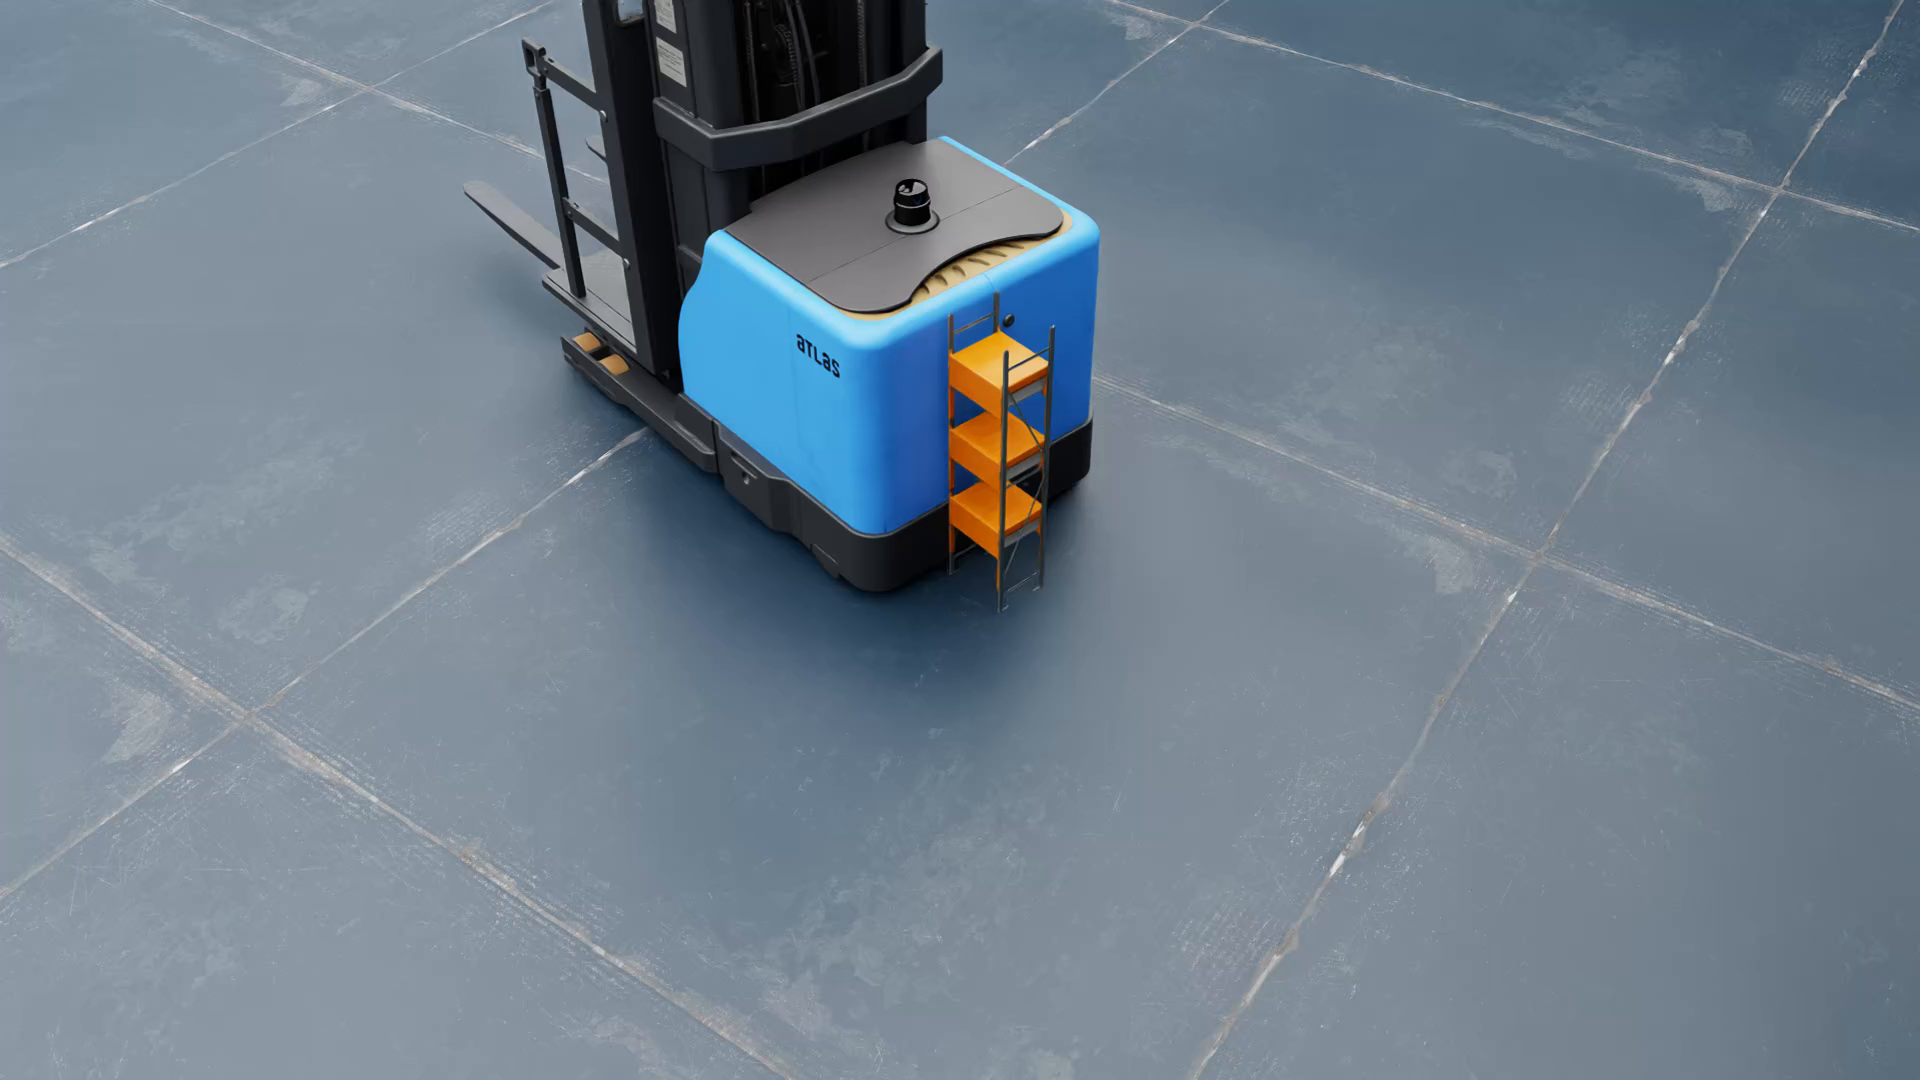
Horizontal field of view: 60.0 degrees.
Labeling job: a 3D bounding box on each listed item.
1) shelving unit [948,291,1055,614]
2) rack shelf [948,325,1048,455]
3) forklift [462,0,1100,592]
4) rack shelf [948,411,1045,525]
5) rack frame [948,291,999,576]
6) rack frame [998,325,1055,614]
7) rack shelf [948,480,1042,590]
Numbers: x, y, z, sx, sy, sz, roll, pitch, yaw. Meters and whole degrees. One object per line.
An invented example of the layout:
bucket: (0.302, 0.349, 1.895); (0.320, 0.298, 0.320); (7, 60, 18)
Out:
shelving unit: (0.122, -0.254, 5.247); (0.215, 1.050, 0.252); (-30, 50, -29)
rack shelf: (0.122, -0.458, 5.065); (0.215, 0.259, 0.240); (-30, 50, -29)
forklift: (-0.883, -1.829, 5.596); (1.130, 2.935, 3.031); (-30, 50, -29)
rack shelf: (0.122, -0.247, 5.254); (0.215, 0.259, 0.240); (-30, 50, -29)
rack frame: (0.041, -0.316, 5.315); (0.200, 1.050, 0.008); (-30, 50, -29)
rack frame: (0.202, -0.193, 5.178); (0.200, 1.050, 0.008); (-30, 50, -29)
rack shelf: (0.122, -0.039, 5.439); (0.215, 0.259, 0.240); (-30, 50, -29)
